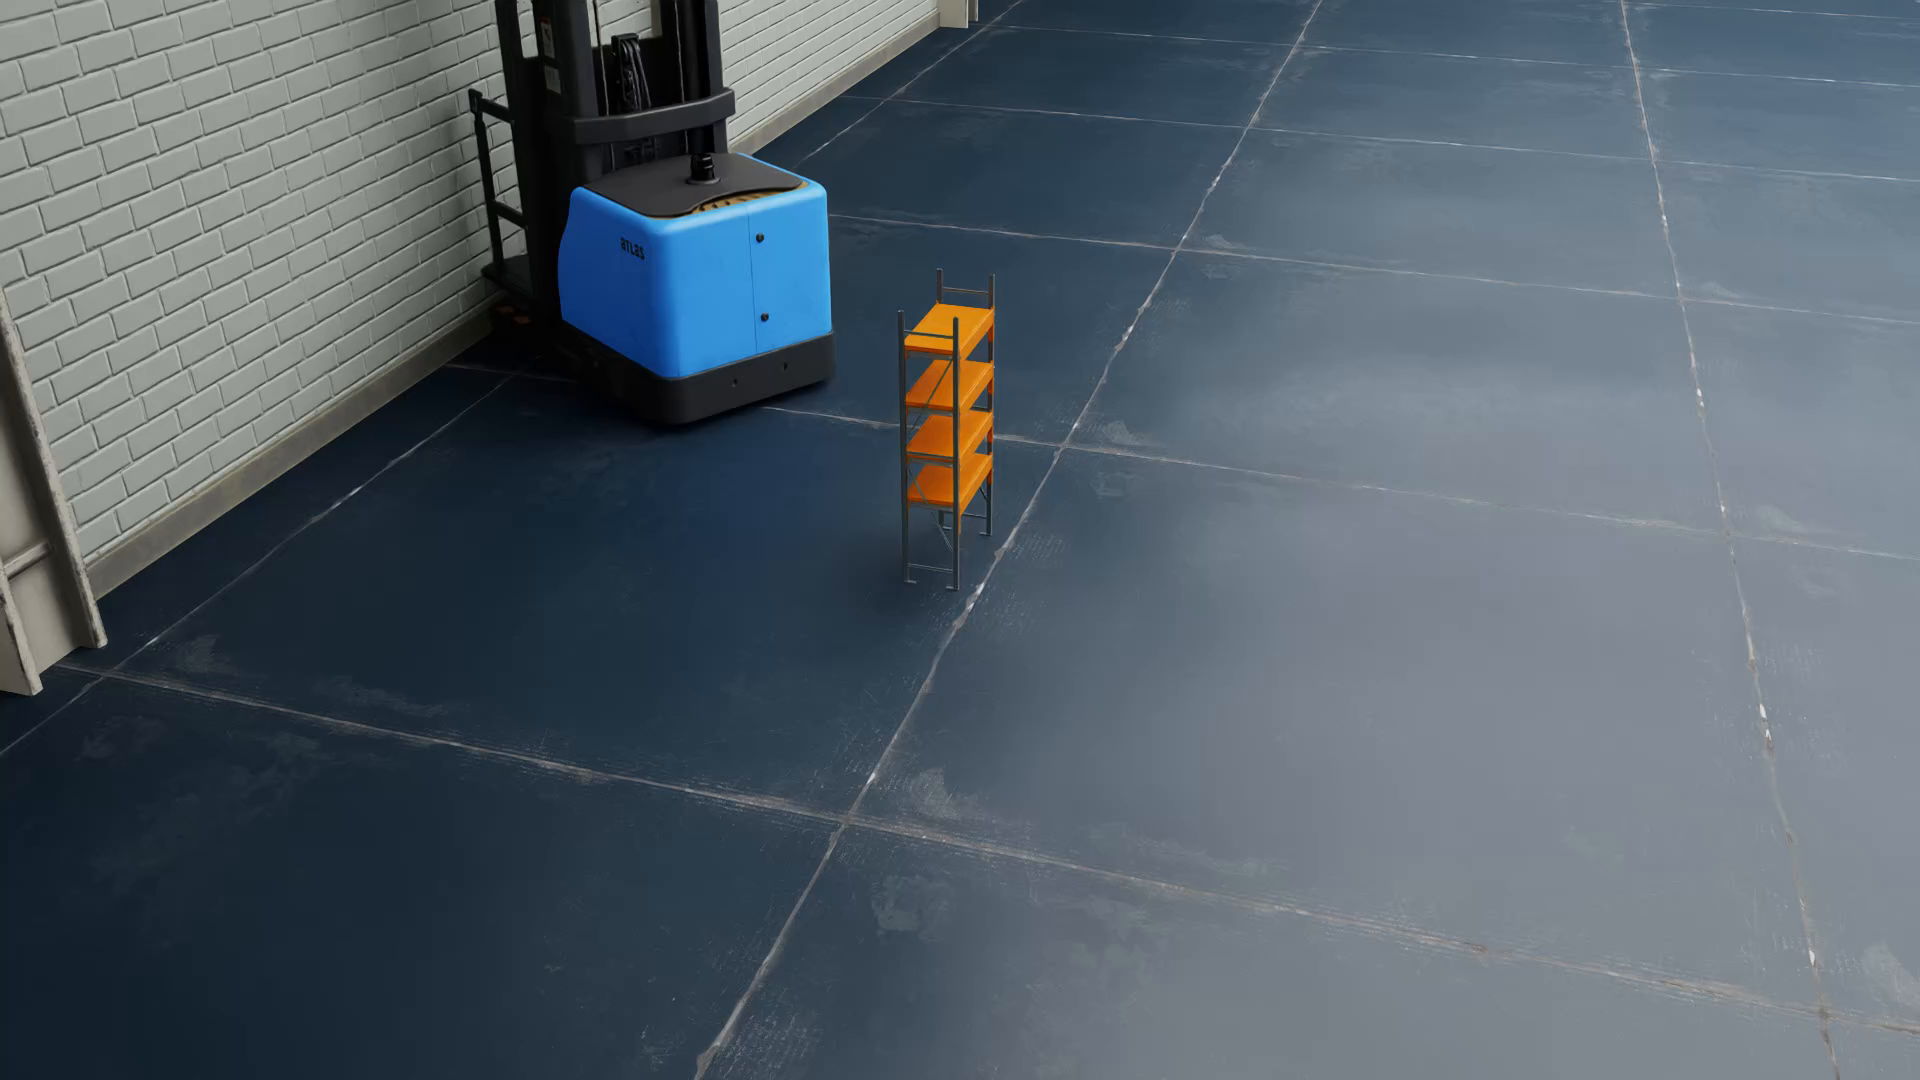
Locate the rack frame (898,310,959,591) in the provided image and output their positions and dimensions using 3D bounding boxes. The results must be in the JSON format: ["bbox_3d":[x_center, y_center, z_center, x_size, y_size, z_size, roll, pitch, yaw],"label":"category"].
[{"bbox_3d":[-0.120,-0.334,6.616,0.240,1.200,0.015,8,30,15],"label":"rack frame"}]

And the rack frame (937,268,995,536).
[{"bbox_3d":[0.023,-0.561,7.024,0.240,1.200,0.015,8,30,15],"label":"rack frame"}]

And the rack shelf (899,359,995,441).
[{"bbox_3d":[-0.049,-0.584,6.744,0.258,0.148,0.480,8,30,15],"label":"rack shelf"}]

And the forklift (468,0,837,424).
[{"bbox_3d":[-1.976,-2.487,8.706,1.130,2.935,3.031,-22,36,-34],"label":"forklift"}]

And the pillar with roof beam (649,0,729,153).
[{"bbox_3d":[2.328,-5.638,8.128,9.100,9.000,0.400,8,30,15],"label":"pillar with roof beam"}]

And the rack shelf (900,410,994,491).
[{"bbox_3d":[-0.049,-0.389,6.853,0.258,0.148,0.480,8,30,15],"label":"rack shelf"}]

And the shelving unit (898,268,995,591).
[{"bbox_3d":[-0.049,-0.447,6.820,0.258,1.200,0.503,8,30,15],"label":"shelving unit"}]

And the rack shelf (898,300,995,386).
[{"bbox_3d":[-0.049,-0.791,6.629,0.258,0.148,0.480,8,30,15],"label":"rack shelf"}]

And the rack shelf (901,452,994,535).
[{"bbox_3d":[-0.049,-0.215,6.949,0.258,0.148,0.480,8,30,15],"label":"rack shelf"}]

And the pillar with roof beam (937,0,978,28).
[{"bbox_3d":[4.089,-8.426,13.140,9.100,9.000,0.400,8,30,15],"label":"pillar with roof beam"}]

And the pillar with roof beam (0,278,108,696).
[{"bbox_3d":[0.567,-2.850,3.116,9.100,9.000,0.400,8,30,15],"label":"pillar with roof beam"}]
